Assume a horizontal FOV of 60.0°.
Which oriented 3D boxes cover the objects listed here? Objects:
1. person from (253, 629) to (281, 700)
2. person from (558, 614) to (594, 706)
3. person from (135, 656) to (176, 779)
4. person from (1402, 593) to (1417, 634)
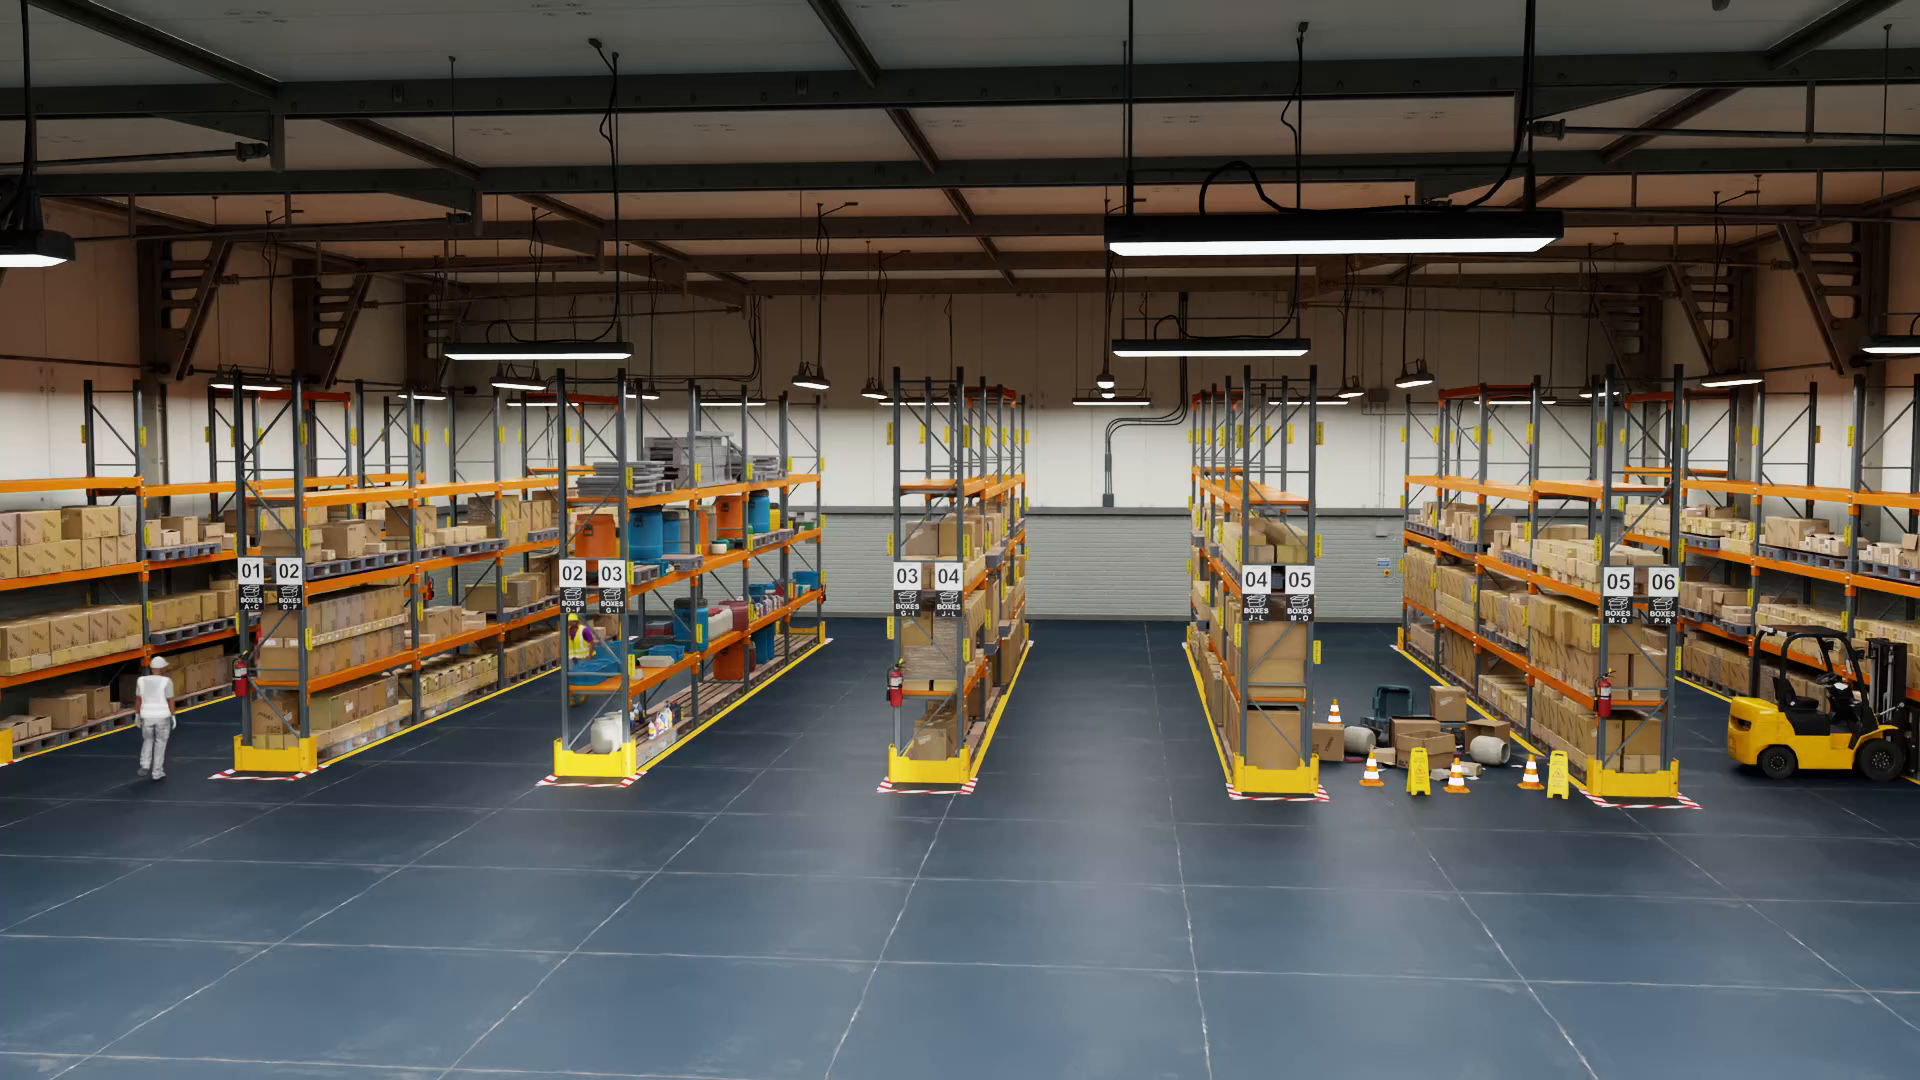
[{"bbox_3d":[-12.712,2.235,30.619,0.558,1.684,0.938,-1,4,-20],"label":"person"},{"bbox_3d":[-7.178,2.207,31.126,0.672,1.742,0.619,0,4,4],"label":"person"},{"bbox_3d":[-11.759,2.594,24.283,0.590,1.779,0.471,0,4,-5],"label":"person"},{"bbox_3d":[10.975,1.670,40.160,0.587,1.653,0.466,0,4,4],"label":"person"}]
